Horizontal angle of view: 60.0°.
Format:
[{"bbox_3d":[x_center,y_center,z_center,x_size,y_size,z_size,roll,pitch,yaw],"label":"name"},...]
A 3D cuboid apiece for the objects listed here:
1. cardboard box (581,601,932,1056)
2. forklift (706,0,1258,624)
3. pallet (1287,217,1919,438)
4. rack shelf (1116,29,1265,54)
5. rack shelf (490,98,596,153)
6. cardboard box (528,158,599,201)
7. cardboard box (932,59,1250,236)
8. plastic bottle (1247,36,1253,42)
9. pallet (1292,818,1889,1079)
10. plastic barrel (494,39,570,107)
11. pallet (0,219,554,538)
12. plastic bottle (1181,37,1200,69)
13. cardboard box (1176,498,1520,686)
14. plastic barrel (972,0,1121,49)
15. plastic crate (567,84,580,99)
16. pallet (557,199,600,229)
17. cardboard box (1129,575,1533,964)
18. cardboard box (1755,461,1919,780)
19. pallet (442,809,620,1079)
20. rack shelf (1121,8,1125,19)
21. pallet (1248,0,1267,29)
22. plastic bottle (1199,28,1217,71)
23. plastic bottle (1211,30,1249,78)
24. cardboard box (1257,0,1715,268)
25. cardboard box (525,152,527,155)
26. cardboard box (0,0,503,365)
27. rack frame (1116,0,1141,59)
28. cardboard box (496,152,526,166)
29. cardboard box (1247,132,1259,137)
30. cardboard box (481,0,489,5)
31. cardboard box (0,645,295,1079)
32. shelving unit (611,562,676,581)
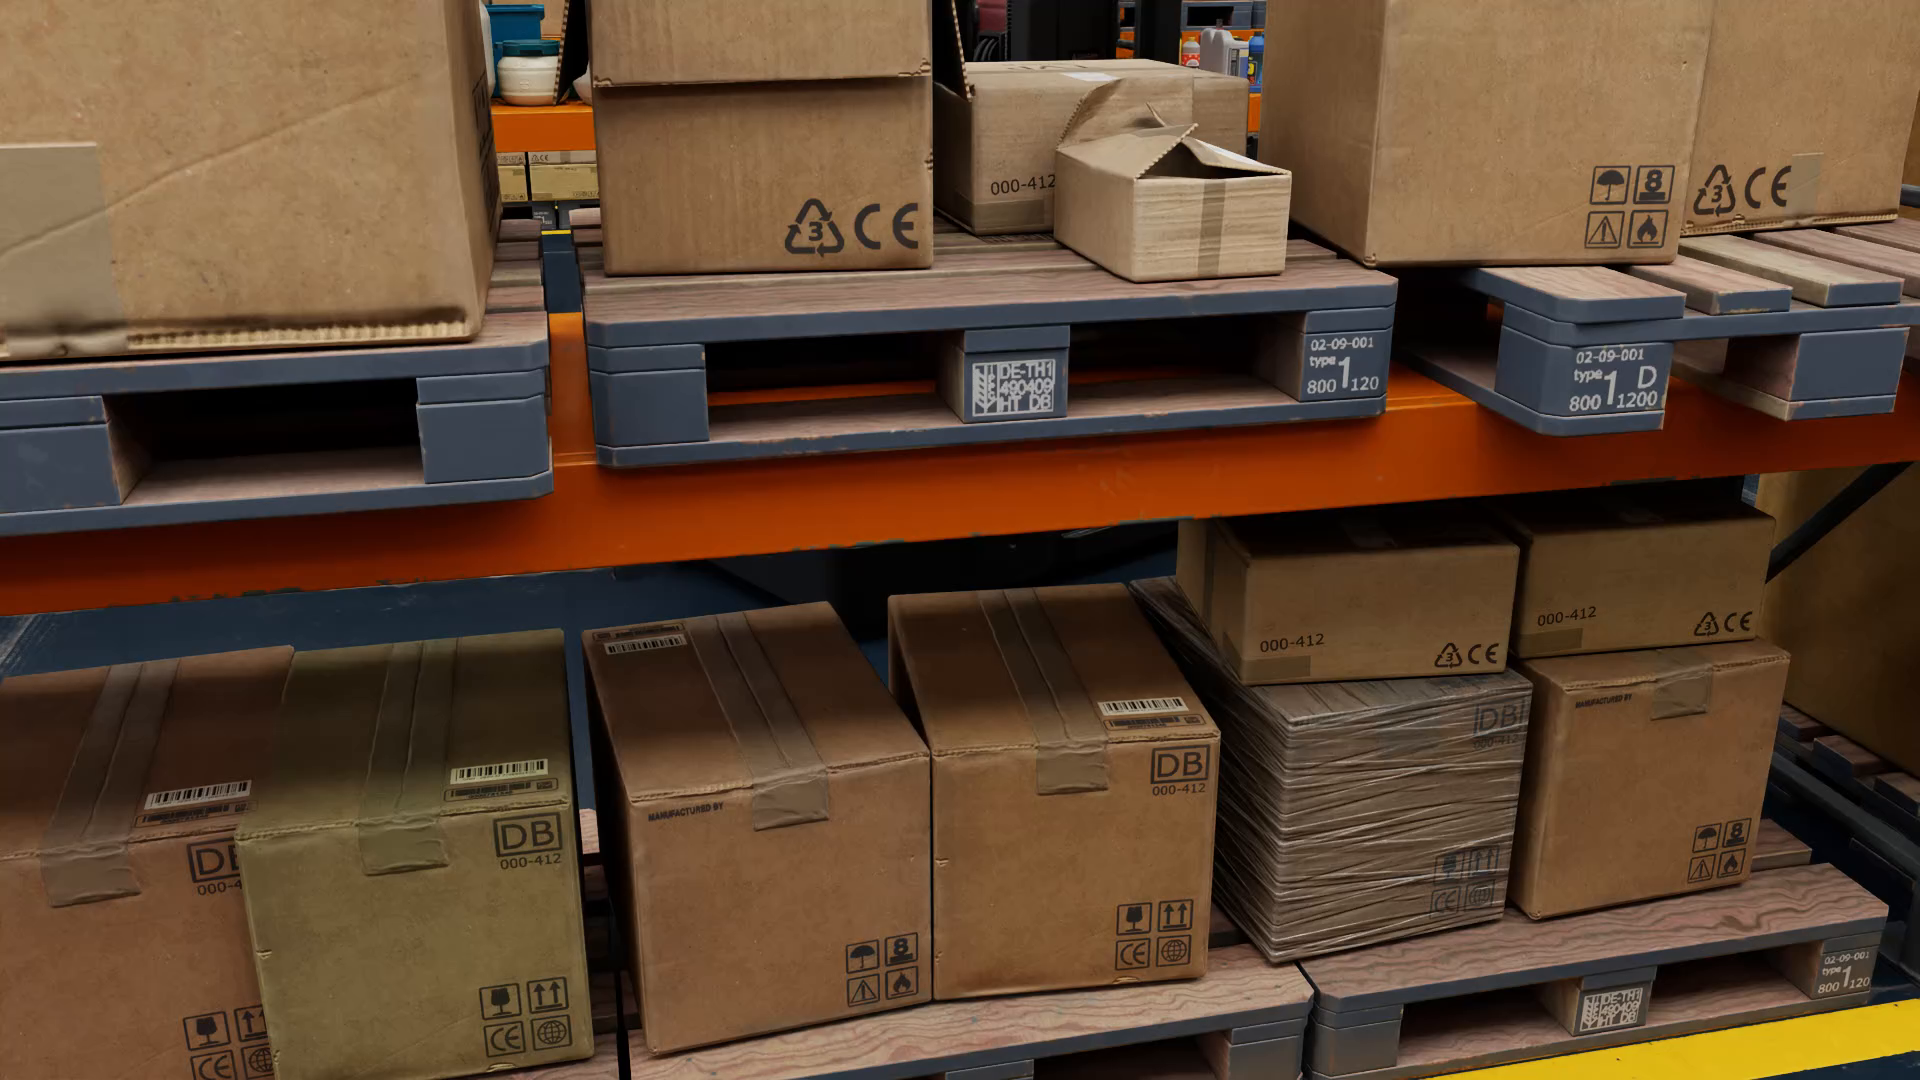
[{"bbox_3d":[-0.394,0.497,3.092,0.500,0.500,0.700,-6,21,-17],"label":"cardboard box"},{"bbox_3d":[0.485,-1.515,5.688,3.031,2.935,1.130,-16,25,-37],"label":"forklift"},{"bbox_3d":[1.214,-0.488,3.063,1.003,0.211,1.213,-5,21,-12],"label":"pallet"},{"bbox_3d":[1.554,-3.806,12.891,4.000,0.370,1.077,-5,21,-12],"label":"rack shelf"},{"bbox_3d":[-1.203,-1.831,7.499,4.000,0.370,1.077,-5,21,-12],"label":"rack shelf"},{"bbox_3d":[-2.835,-2.606,11.956,0.500,0.250,0.500,-5,21,-14],"label":"cardboard box"},{"bbox_3d":[0.199,-0.741,3.083,0.500,0.250,0.500,-5,21,-14],"label":"cardboard box"},{"bbox_3d":[1.475,-2.438,8.398,0.097,0.201,0.097,0,20,0],"label":"plastic bottle"},{"bbox_3d":[1.122,0.701,3.594,1.213,0.211,1.003,-5,21,-12],"label":"pallet"},{"bbox_3d":[-1.826,-1.999,7.113,0.301,0.262,0.301,0,20,0],"label":"plastic barrel"},{"bbox_3d":[-1.232,-0.275,2.483,1.213,0.211,1.003,-5,21,-12],"label":"pallet"},{"bbox_3d":[1.156,-2.412,8.327,0.097,0.201,0.097,0,20,0],"label":"plastic bottle"},{"bbox_3d":[0.724,0.054,3.211,0.500,0.250,0.500,-2,20,-6],"label":"cardboard box"},{"bbox_3d":[0.362,-2.253,7.407,0.708,0.536,0.600,-5,21,-12],"label":"plastic barrel"},{"bbox_3d":[-1.519,-2.144,7.614,0.662,0.188,0.450,-5,21,-12],"label":"plastic crate"},{"bbox_3d":[-2.388,-2.529,12.412,1.213,0.211,1.003,-5,21,-12],"label":"pallet"},{"bbox_3d":[0.699,0.405,3.341,0.500,0.500,0.700,-6,21,-17],"label":"cardboard box"},{"bbox_3d":[2.560,0.083,3.705,0.875,0.875,1.225,-6,21,-15],"label":"cardboard box"},{"bbox_3d":[-1.252,0.894,3.067,1.213,0.211,1.003,-5,21,-12],"label":"pallet"},{"bbox_3d":[0.410,-5.464,17.416,4.000,0.370,1.077,-5,21,-12],"label":"rack shelf"},{"bbox_3d":[2.697,-4.186,13.159,1.213,0.211,1.003,-5,21,-12],"label":"pallet"},{"bbox_3d":[1.204,-2.246,7.766,0.135,0.276,0.152,-5,21,-12],"label":"plastic bottle"},{"bbox_3d":[1.239,-2.195,7.627,0.135,0.276,0.152,-5,21,-12],"label":"plastic bottle"},{"bbox_3d":[0.847,-0.780,2.827,0.500,0.500,0.700,-2,20,-4],"label":"cardboard box"},{"bbox_3d":[-3.452,-3.010,12.242,0.500,0.311,0.500,-4,21,-11],"label":"cardboard box"},{"bbox_3d":[-1.204,-0.848,2.286,1.000,1.000,1.000,-5,21,-12],"label":"cardboard box"},{"bbox_3d":[0.744,-2.328,7.808,0.127,3.000,1.000,-5,21,-12],"label":"rack frame"},{"bbox_3d":[-3.337,-2.826,11.740,0.500,0.311,0.500,-5,21,-13],"label":"cardboard box"},{"bbox_3d":[2.115,-3.125,12.978,0.500,0.500,0.500,-4,21,-12],"label":"cardboard box"},{"bbox_3d":[-3.472,-3.737,11.851,0.258,0.266,0.396,-5,21,-14],"label":"cardboard box"},{"bbox_3d":[-1.407,0.573,2.885,0.500,0.500,0.700,-6,21,-17],"label":"cardboard box"},{"bbox_3d":[-1.146,-0.341,5.406,0.210,0.900,0.258,-18,25,-21],"label":"shelving unit"}]
